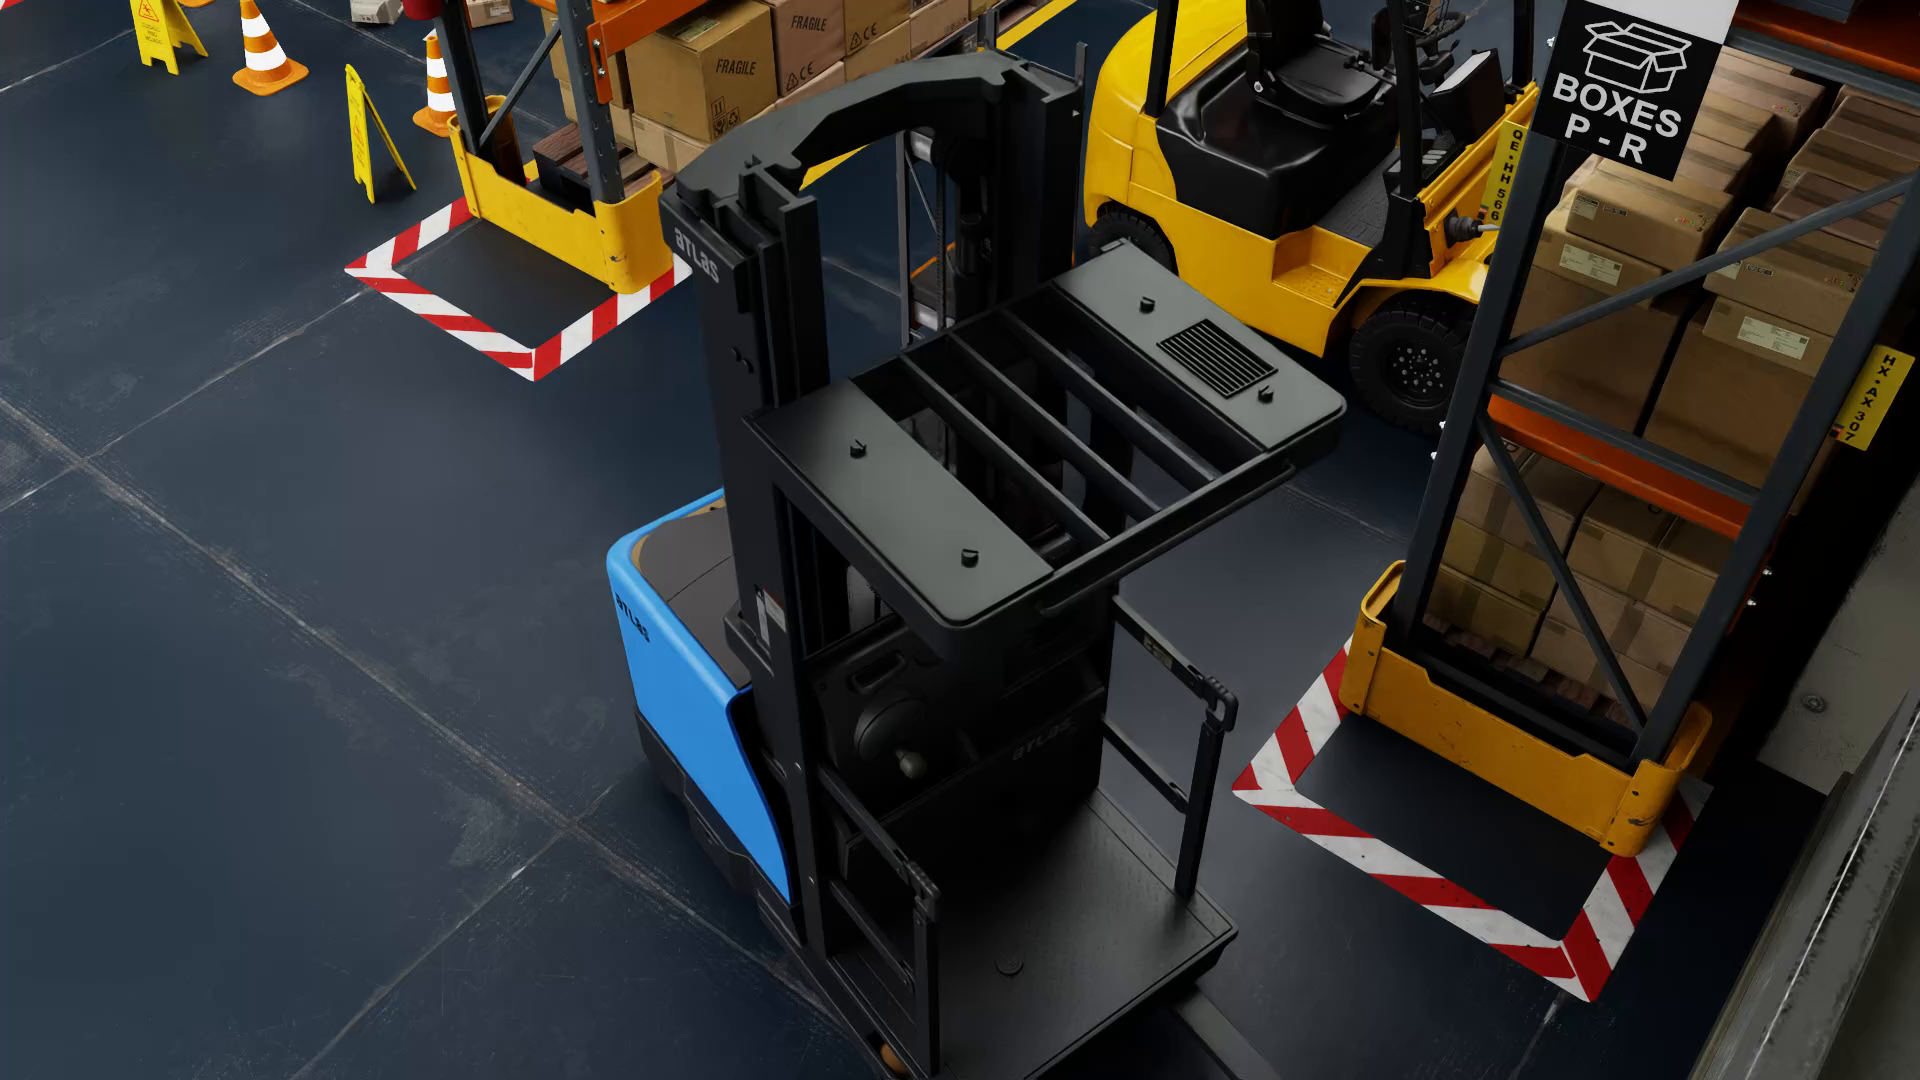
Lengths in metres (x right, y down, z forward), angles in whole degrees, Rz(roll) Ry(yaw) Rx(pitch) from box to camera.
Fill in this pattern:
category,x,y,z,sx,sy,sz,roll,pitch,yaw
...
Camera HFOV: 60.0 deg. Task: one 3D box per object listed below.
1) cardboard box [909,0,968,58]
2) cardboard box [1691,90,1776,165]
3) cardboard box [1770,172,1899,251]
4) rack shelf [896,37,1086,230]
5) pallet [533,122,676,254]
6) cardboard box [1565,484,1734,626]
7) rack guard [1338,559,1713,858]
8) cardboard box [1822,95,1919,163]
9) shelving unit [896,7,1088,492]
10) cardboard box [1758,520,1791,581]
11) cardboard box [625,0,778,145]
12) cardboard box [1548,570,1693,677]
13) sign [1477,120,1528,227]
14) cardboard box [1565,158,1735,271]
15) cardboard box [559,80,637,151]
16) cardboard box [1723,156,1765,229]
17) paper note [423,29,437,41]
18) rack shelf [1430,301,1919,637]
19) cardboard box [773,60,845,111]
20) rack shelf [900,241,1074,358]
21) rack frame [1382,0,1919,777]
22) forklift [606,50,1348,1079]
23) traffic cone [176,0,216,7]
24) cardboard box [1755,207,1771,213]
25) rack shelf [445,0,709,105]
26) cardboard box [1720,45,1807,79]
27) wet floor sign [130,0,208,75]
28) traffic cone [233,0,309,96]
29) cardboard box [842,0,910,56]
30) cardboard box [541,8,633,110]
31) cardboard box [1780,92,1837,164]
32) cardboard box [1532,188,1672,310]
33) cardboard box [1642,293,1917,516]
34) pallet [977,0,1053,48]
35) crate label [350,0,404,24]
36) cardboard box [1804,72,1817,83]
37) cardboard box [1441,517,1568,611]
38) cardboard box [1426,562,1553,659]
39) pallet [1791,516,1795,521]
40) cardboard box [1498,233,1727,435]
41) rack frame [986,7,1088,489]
category,x,y,z,sx,sy,sz,roll,pitch,yaw
cardboard box,-0.302,-2.918,9.075,0.500,0.250,0.500,30,53,26
cardboard box,2.280,-1.273,5.168,0.380,0.149,0.250,30,53,26
cardboard box,2.550,-0.881,4.793,0.380,0.149,0.250,31,54,26
rack shelf,0.101,-1.294,5.585,0.431,0.518,0.480,29,53,25
pallet,-1.396,-2.019,8.533,1.003,0.211,1.213,29,53,25
cardboard box,2.407,-0.029,5.623,0.500,0.250,0.500,28,53,24
rack guard,1.949,0.580,5.850,1.175,0.500,0.348,29,53,25
cardboard box,2.838,-1.183,5.083,0.380,0.149,0.250,29,53,25
shelving unit,0.101,-0.820,6.081,0.431,2.100,0.503,29,53,25
cardboard box,2.748,0.036,6.252,0.500,0.250,0.500,30,53,25
cardboard box,-1.241,-2.297,7.962,0.500,0.500,0.500,28,52,24
cardboard box,2.415,0.158,5.790,0.500,0.250,0.500,30,53,26
sign,1.543,-1.027,4.692,0.100,0.325,0.005,29,53,25
cardboard box,2.016,-0.957,4.866,0.380,0.149,0.250,29,53,25
cardboard box,-1.671,-2.280,8.465,0.500,0.250,0.500,29,53,25
cardboard box,2.294,-1.159,5.265,0.380,0.149,0.250,30,53,26
paper note,-2.964,-2.885,9.485,0.148,0.019,0.142,13,48,12
rack shelf,3.186,-1.193,6.313,1.077,0.370,4.000,29,53,25
cardboard box,-0.937,-2.313,8.496,0.500,0.250,0.500,31,54,26
rack shelf,0.101,-0.811,6.091,0.431,0.518,0.480,29,53,25
rack frame,1.963,-0.297,4.959,1.000,3.000,0.127,29,53,25
forklift,0.148,0.389,4.351,1.130,2.935,3.031,-28,53,-25
traffic cone,-4.497,-3.420,9.697,0.336,0.463,0.334,29,53,25
cardboard box,2.477,-0.805,4.926,0.380,0.149,0.250,29,53,25
rack shelf,-0.744,-3.385,8.407,1.077,0.370,4.000,29,53,25
cardboard box,2.563,-1.581,5.462,0.380,0.149,0.250,30,53,26
wet floor sign,-4.396,-2.915,9.088,0.267,0.644,0.232,21,50,19
traffic cone,-3.811,-2.726,9.034,0.336,0.463,0.334,29,53,25
cardboard box,-0.611,-2.881,8.521,0.500,0.500,0.500,30,53,26
cardboard box,-1.683,-2.517,8.173,0.500,0.500,0.500,30,53,25
cardboard box,2.694,-1.315,5.863,0.500,0.500,0.500,28,53,24
cardboard box,1.954,-0.878,4.997,0.380,0.149,0.250,30,53,25
cardboard box,2.486,-0.492,5.077,0.500,0.500,0.500,31,54,26
pallet,0.096,-3.415,9.866,1.003,0.211,1.213,29,53,25
crate label,-3.379,-3.090,9.607,0.250,0.136,0.298,6,47,5
cardboard box,2.719,-1.623,5.708,0.380,0.149,0.250,30,53,25
cardboard box,2.014,-0.082,6.019,0.500,0.250,0.500,29,53,25
cardboard box,2.001,0.099,6.192,0.500,0.250,0.500,30,53,25
pallet,3.144,-0.485,7.067,1.003,0.211,1.213,29,53,25
cardboard box,2.057,-0.729,5.303,0.500,0.500,0.500,28,52,24
rack frame,0.250,-0.960,6.215,0.400,2.100,0.015,29,53,25
